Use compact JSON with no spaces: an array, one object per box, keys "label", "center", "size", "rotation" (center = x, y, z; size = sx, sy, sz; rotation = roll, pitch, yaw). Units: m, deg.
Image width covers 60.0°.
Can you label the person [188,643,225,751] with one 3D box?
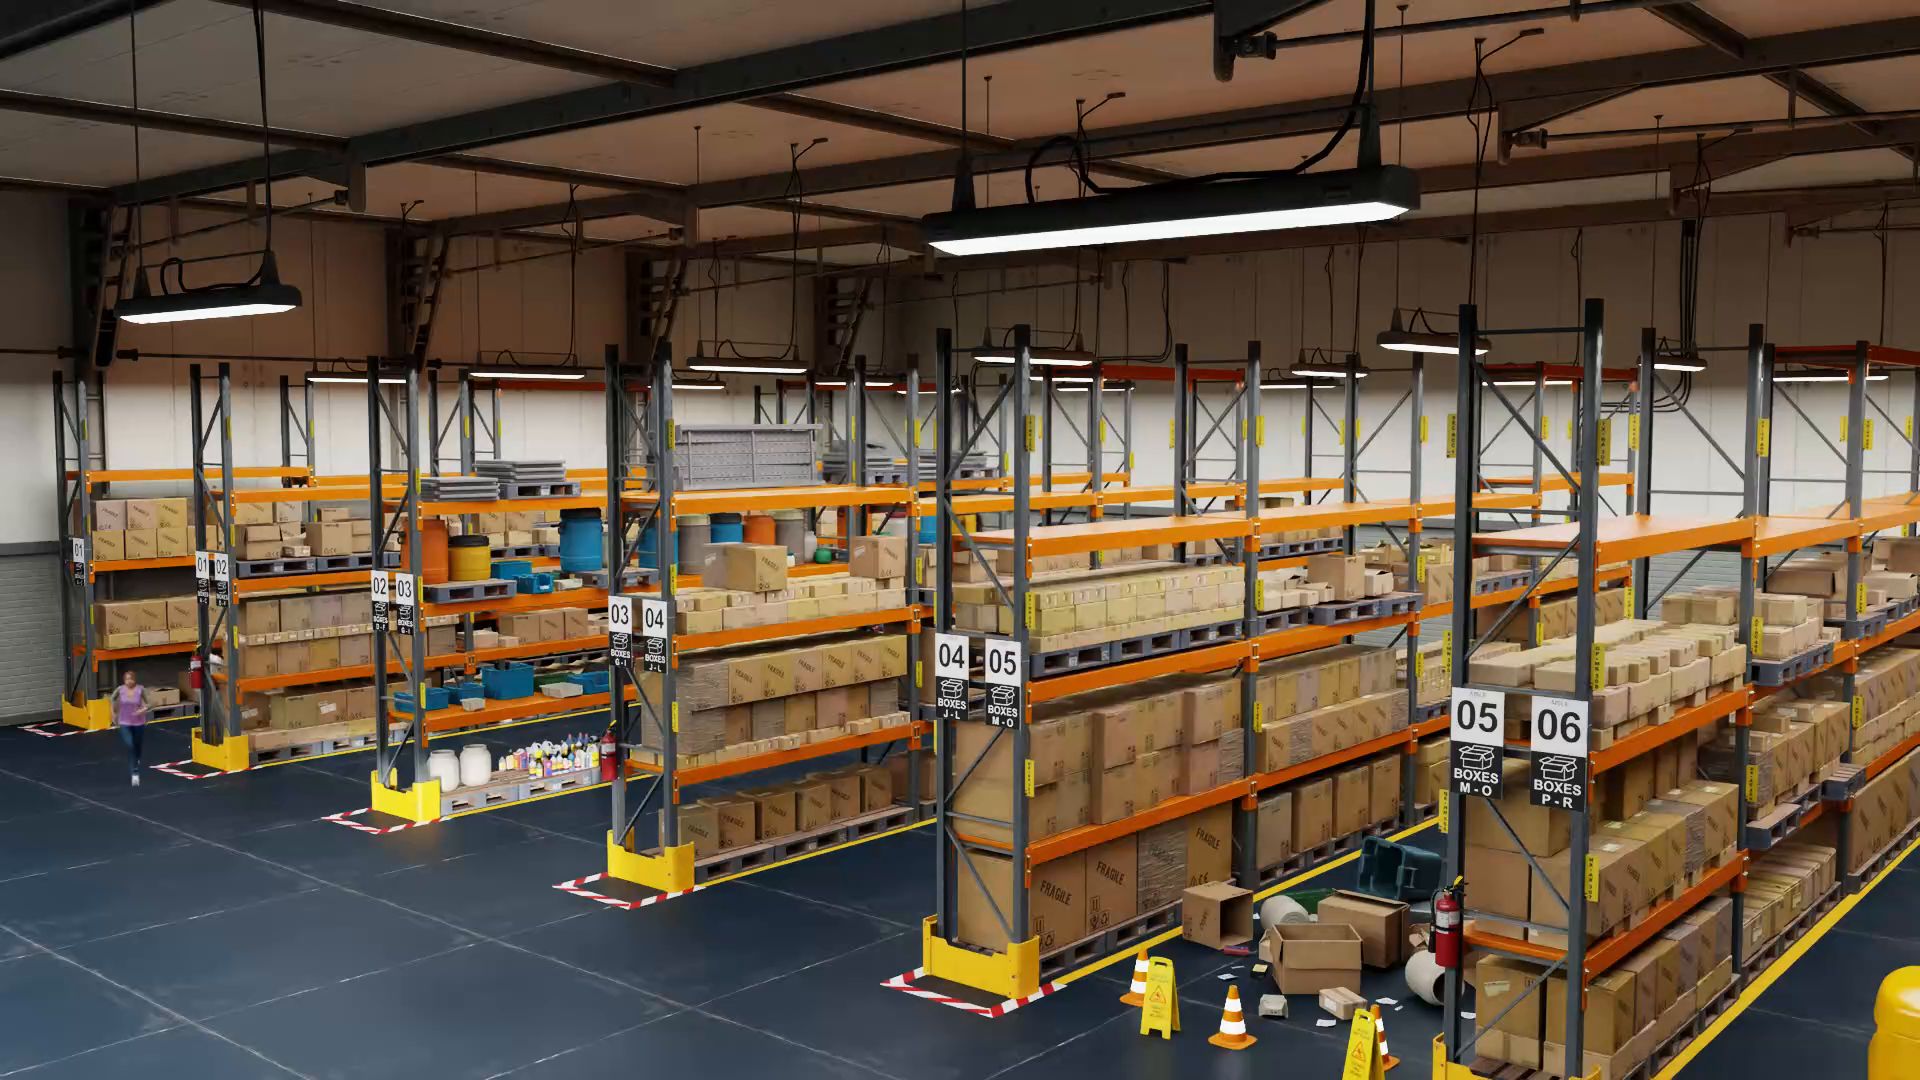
[{"label":"person","center":[-11.900,2.413,26.340],"size":[0.608,1.685,0.915],"rotation":[2,5,29]}]

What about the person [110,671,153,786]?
[{"label":"person","center":[-11.855,2.650,23.815],"size":[0.557,1.602,0.926],"rotation":[-2,5,-25]}]
